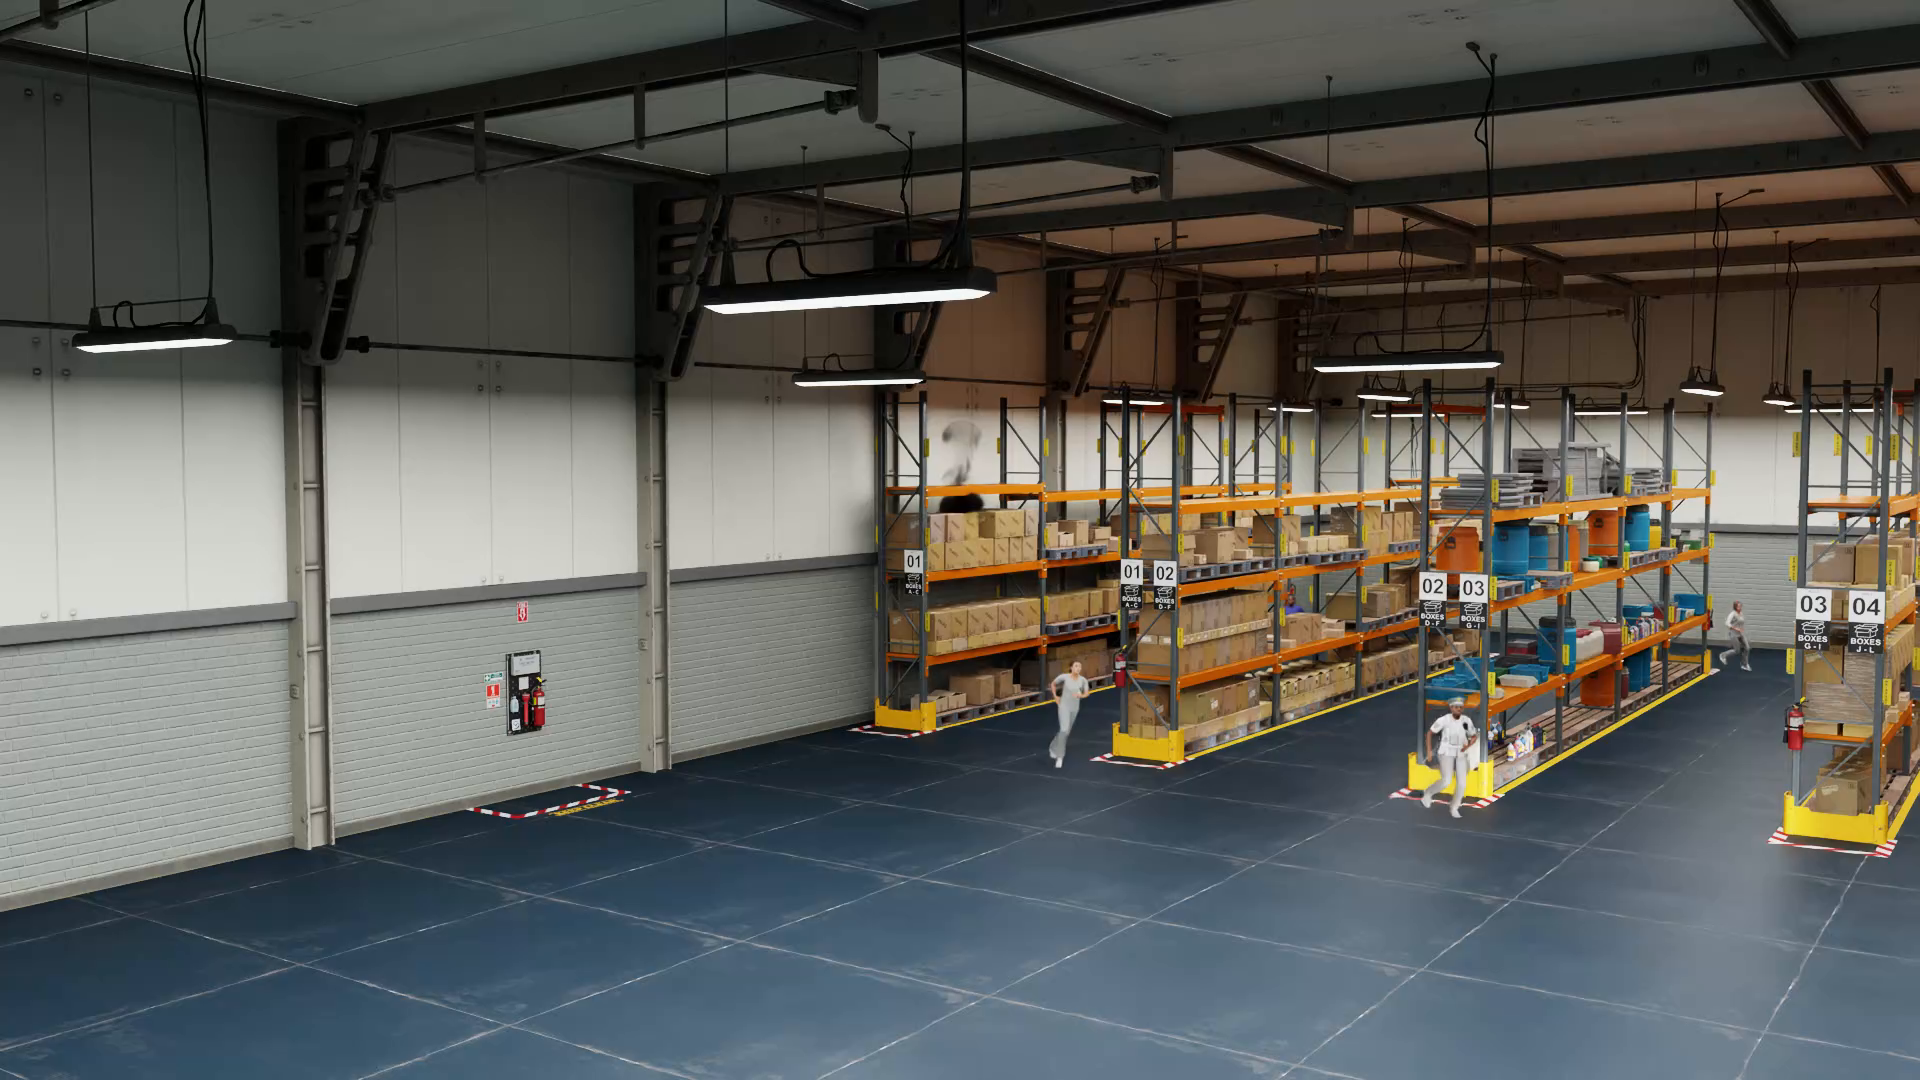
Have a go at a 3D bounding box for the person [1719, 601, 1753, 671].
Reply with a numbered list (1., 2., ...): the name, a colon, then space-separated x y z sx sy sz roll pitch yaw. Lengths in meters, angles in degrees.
1. person: 17.463 2.159 37.518 0.615 1.573 0.681 -2 4 -31

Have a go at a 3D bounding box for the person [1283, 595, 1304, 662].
1. person: 7.539 2.098 37.814 0.550 1.679 0.717 1 3 25

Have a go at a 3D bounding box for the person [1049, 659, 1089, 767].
1. person: 1.708 2.725 26.459 0.623 1.709 0.721 -1 3 -19

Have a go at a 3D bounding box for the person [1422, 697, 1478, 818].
1. person: 6.695 2.946 22.645 0.707 1.665 0.506 -1 3 -11
